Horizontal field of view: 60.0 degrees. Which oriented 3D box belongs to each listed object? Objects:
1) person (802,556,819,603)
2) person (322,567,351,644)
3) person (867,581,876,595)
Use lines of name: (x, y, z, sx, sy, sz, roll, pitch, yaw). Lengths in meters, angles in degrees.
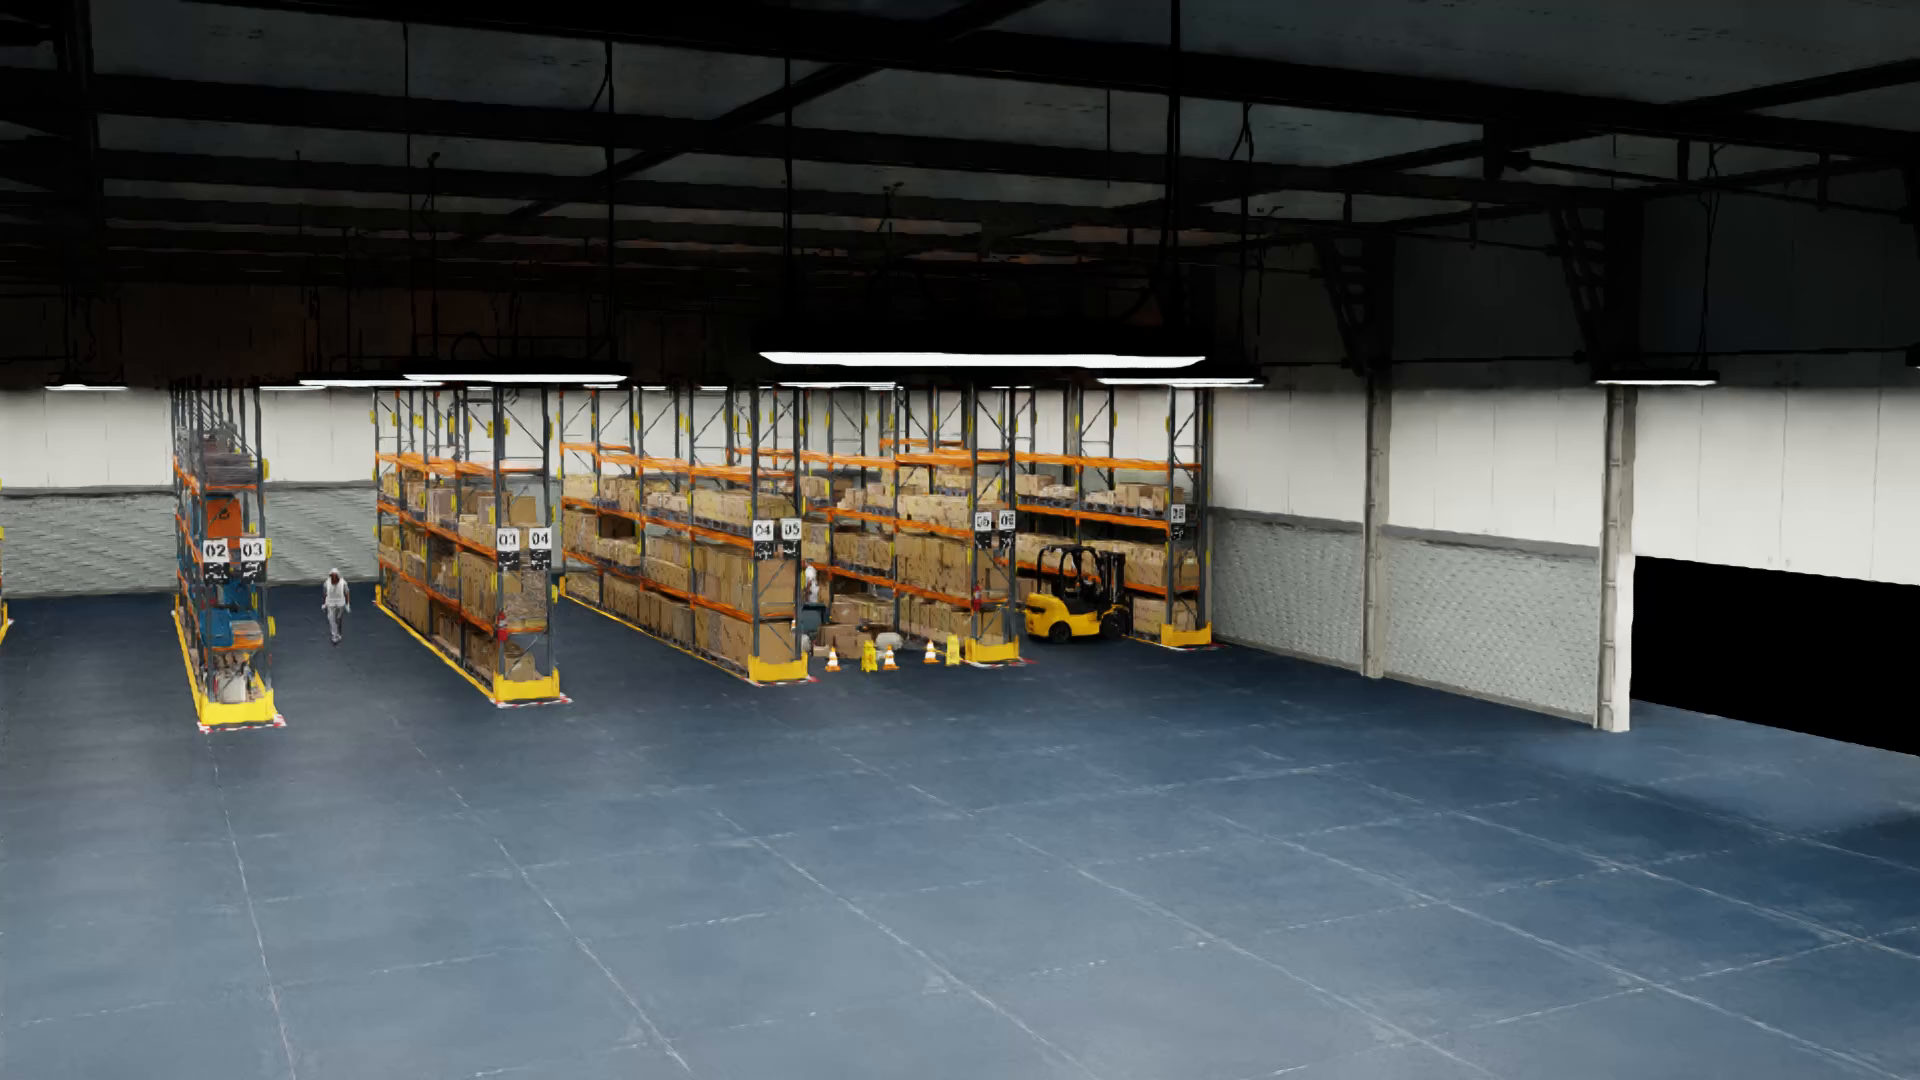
person: (-3.651, 1.273, 40.083, 0.586, 1.748, 0.652, 0, 5, 0)
person: (-14.230, 1.485, 37.956, 0.577, 1.733, 1.042, -3, 6, -28)
person: (-2.492, 0.851, 45.303, 0.455, 1.677, 0.525, 0, 5, 5)
